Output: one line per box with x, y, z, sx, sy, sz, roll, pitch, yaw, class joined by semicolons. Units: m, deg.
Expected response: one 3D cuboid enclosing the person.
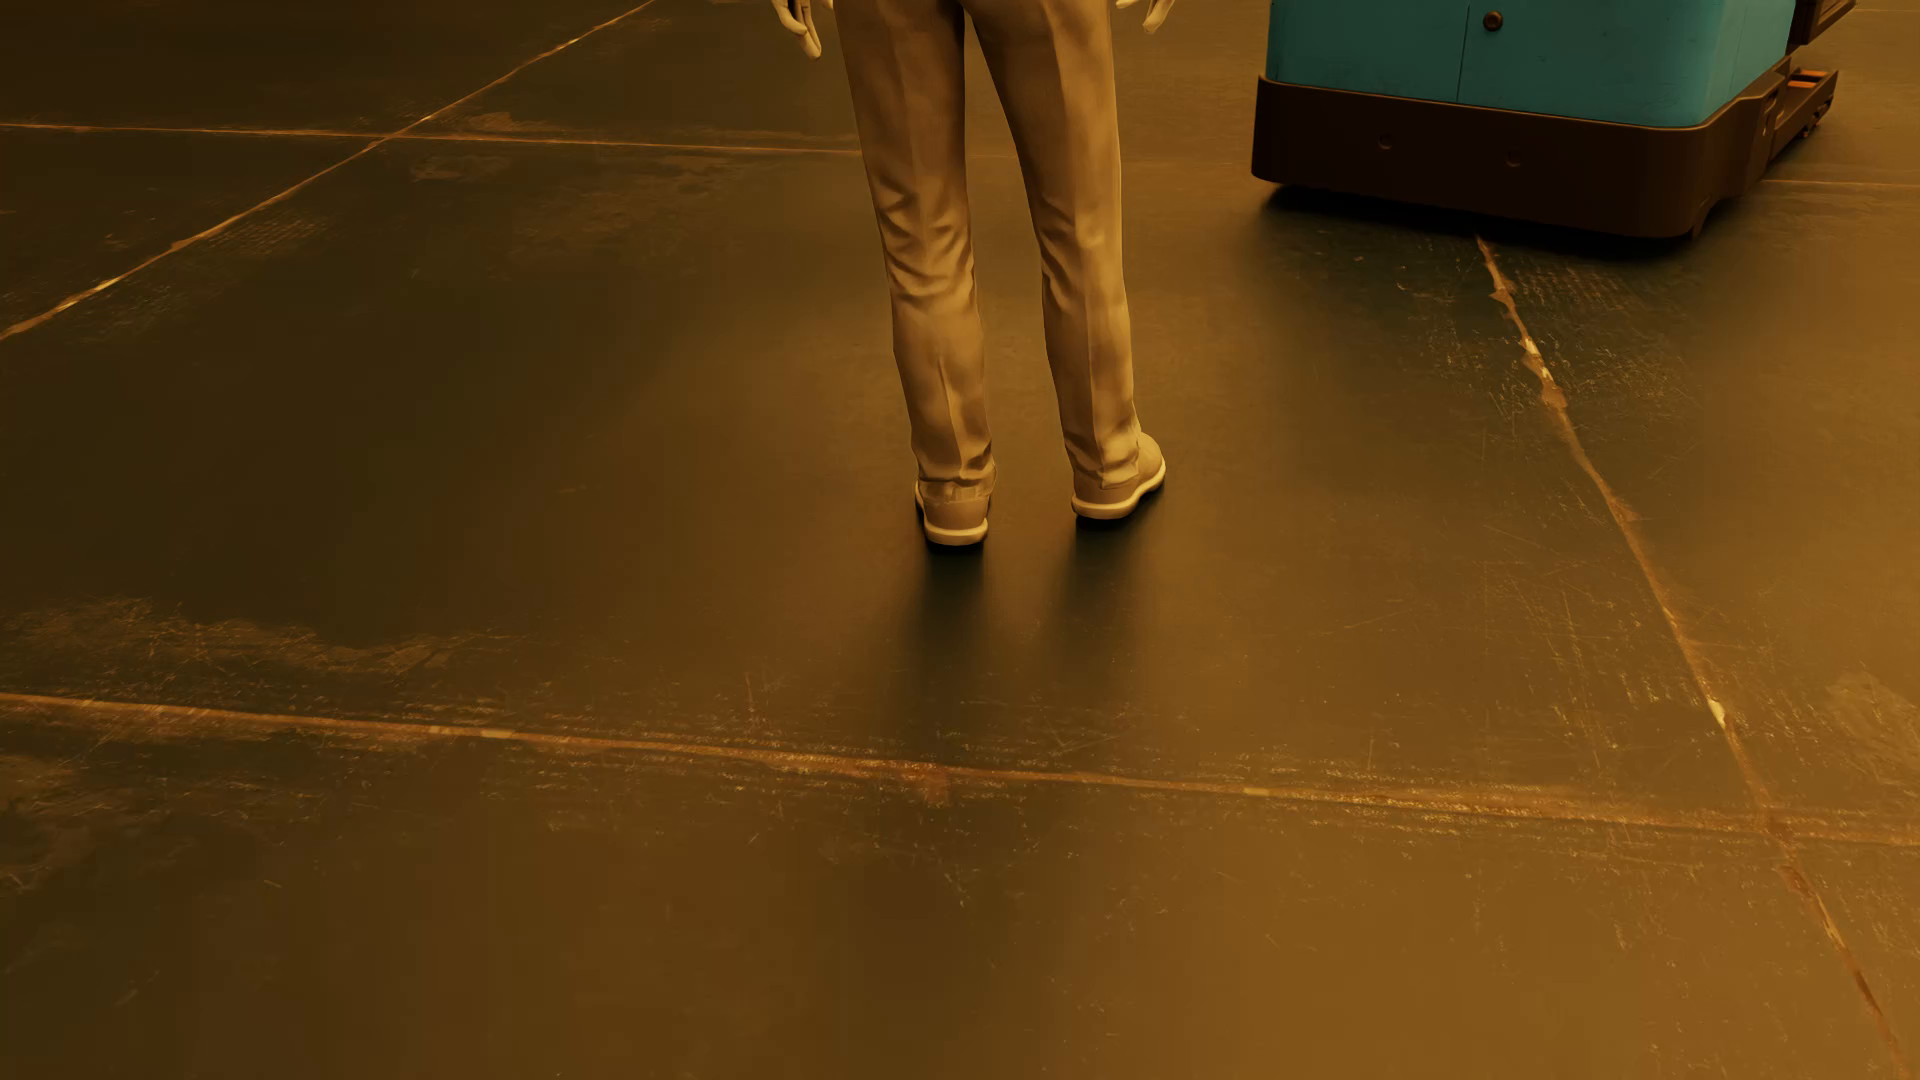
0.016;-0.795;2.179;0.586;1.694;0.530;3;27;7;person

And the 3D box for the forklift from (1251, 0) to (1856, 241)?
1.972;-2.586;4.400;1.130;2.935;3.031;17;31;30;forklift
